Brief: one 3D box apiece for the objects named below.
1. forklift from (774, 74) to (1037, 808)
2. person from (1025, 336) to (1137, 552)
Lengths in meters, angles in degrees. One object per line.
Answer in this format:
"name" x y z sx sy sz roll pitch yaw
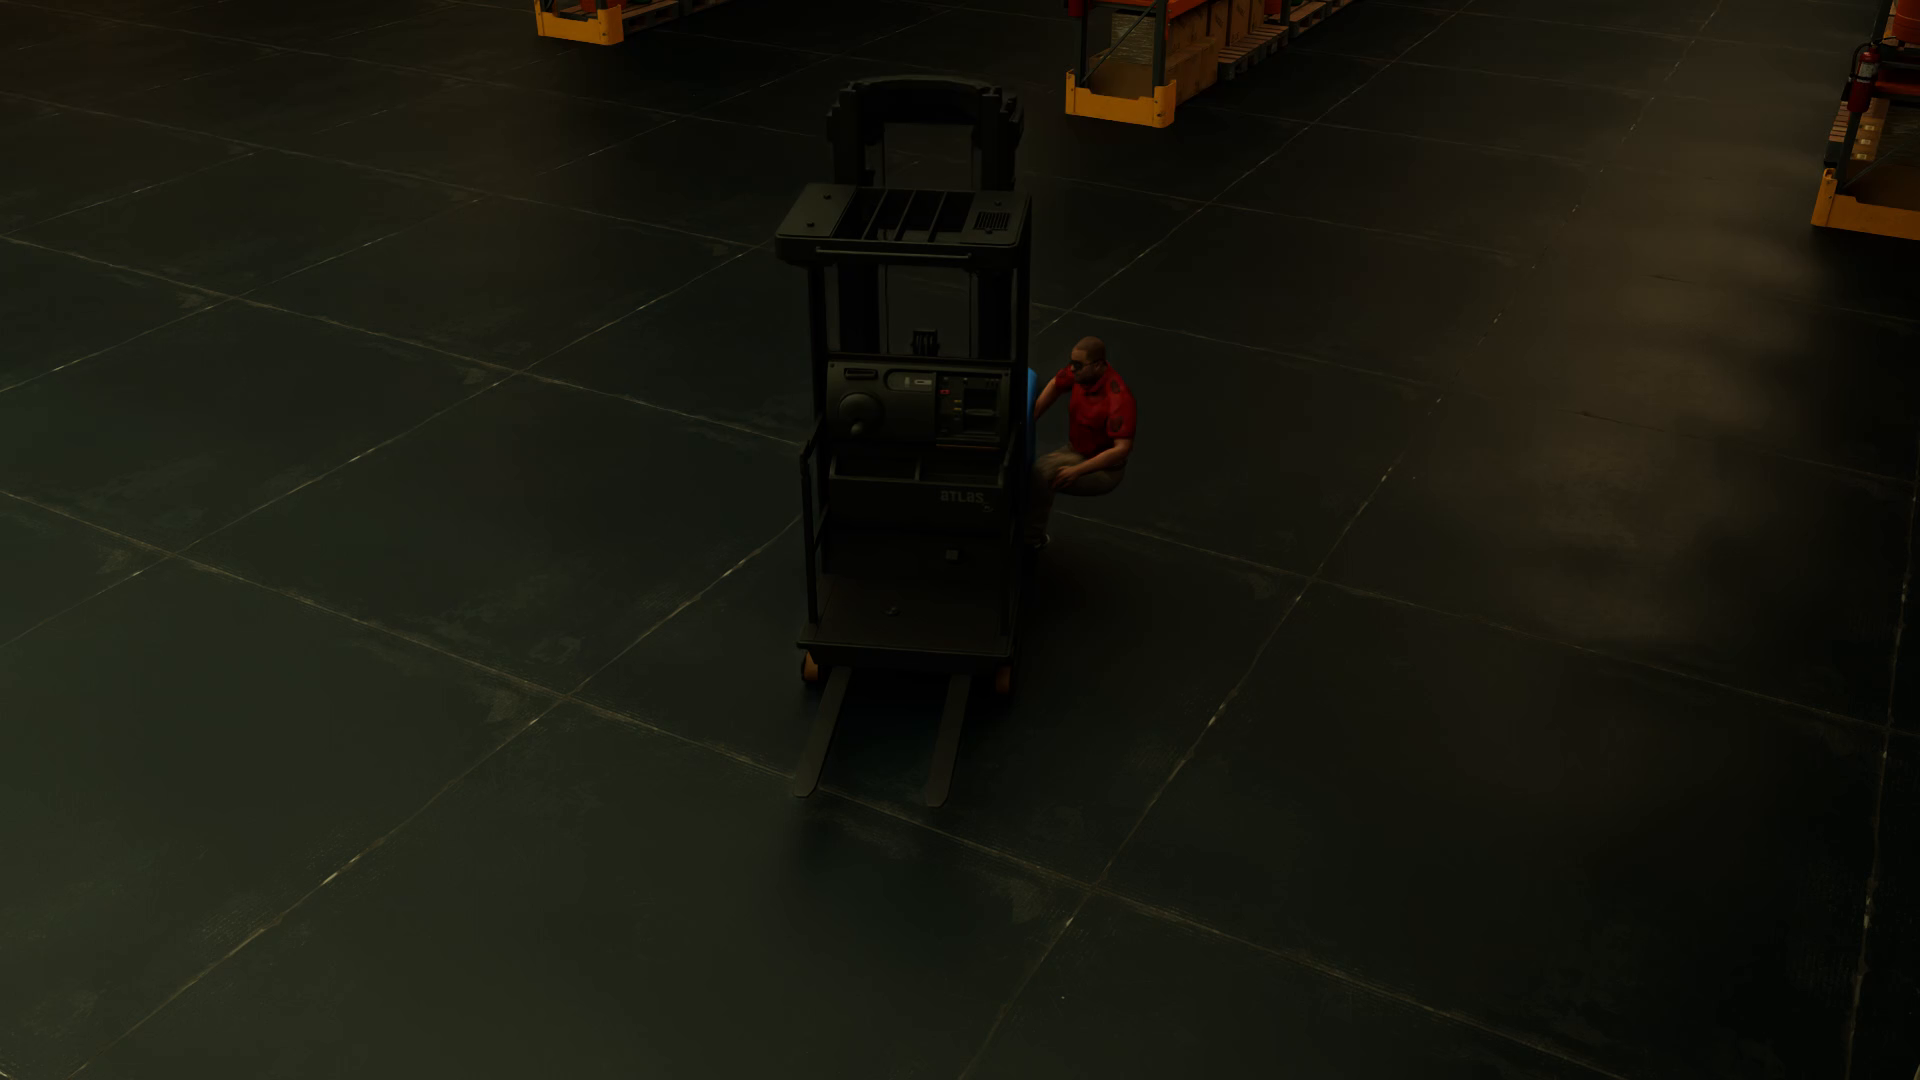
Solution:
"forklift" -0.233 -0.646 8.189 1.130 2.935 3.031 4 30 6
"person" 0.537 -0.400 9.269 0.842 1.525 0.819 -17 34 -27
